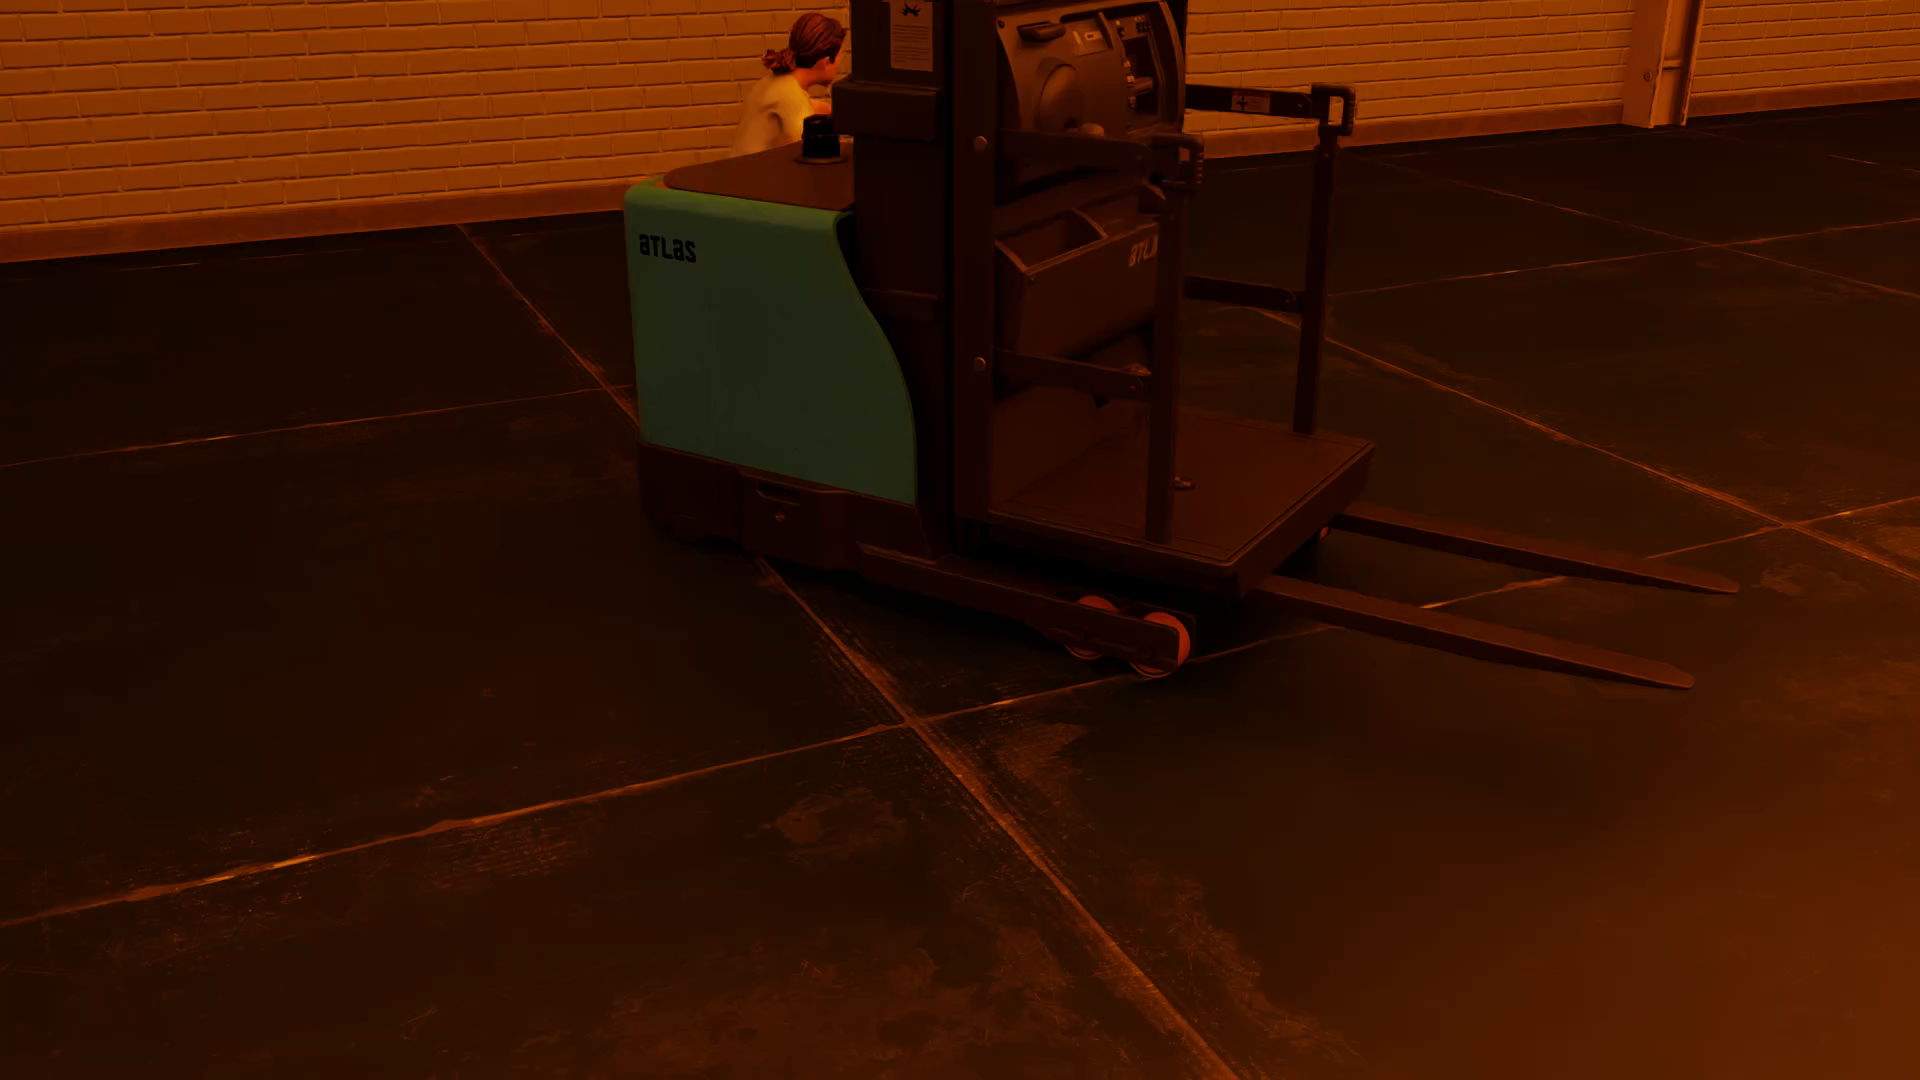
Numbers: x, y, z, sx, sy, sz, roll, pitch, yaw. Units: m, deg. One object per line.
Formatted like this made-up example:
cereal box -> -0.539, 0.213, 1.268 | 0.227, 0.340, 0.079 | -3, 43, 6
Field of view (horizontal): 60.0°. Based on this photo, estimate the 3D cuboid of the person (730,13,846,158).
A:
person -> -0.435, -1.174, 6.102 | 0.824, 1.433, 1.123 | -8, 24, -19

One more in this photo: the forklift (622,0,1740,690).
forklift -> 0.533, -1.233, 4.253 | 3.031, 2.935, 1.130 | 14, 26, 29
